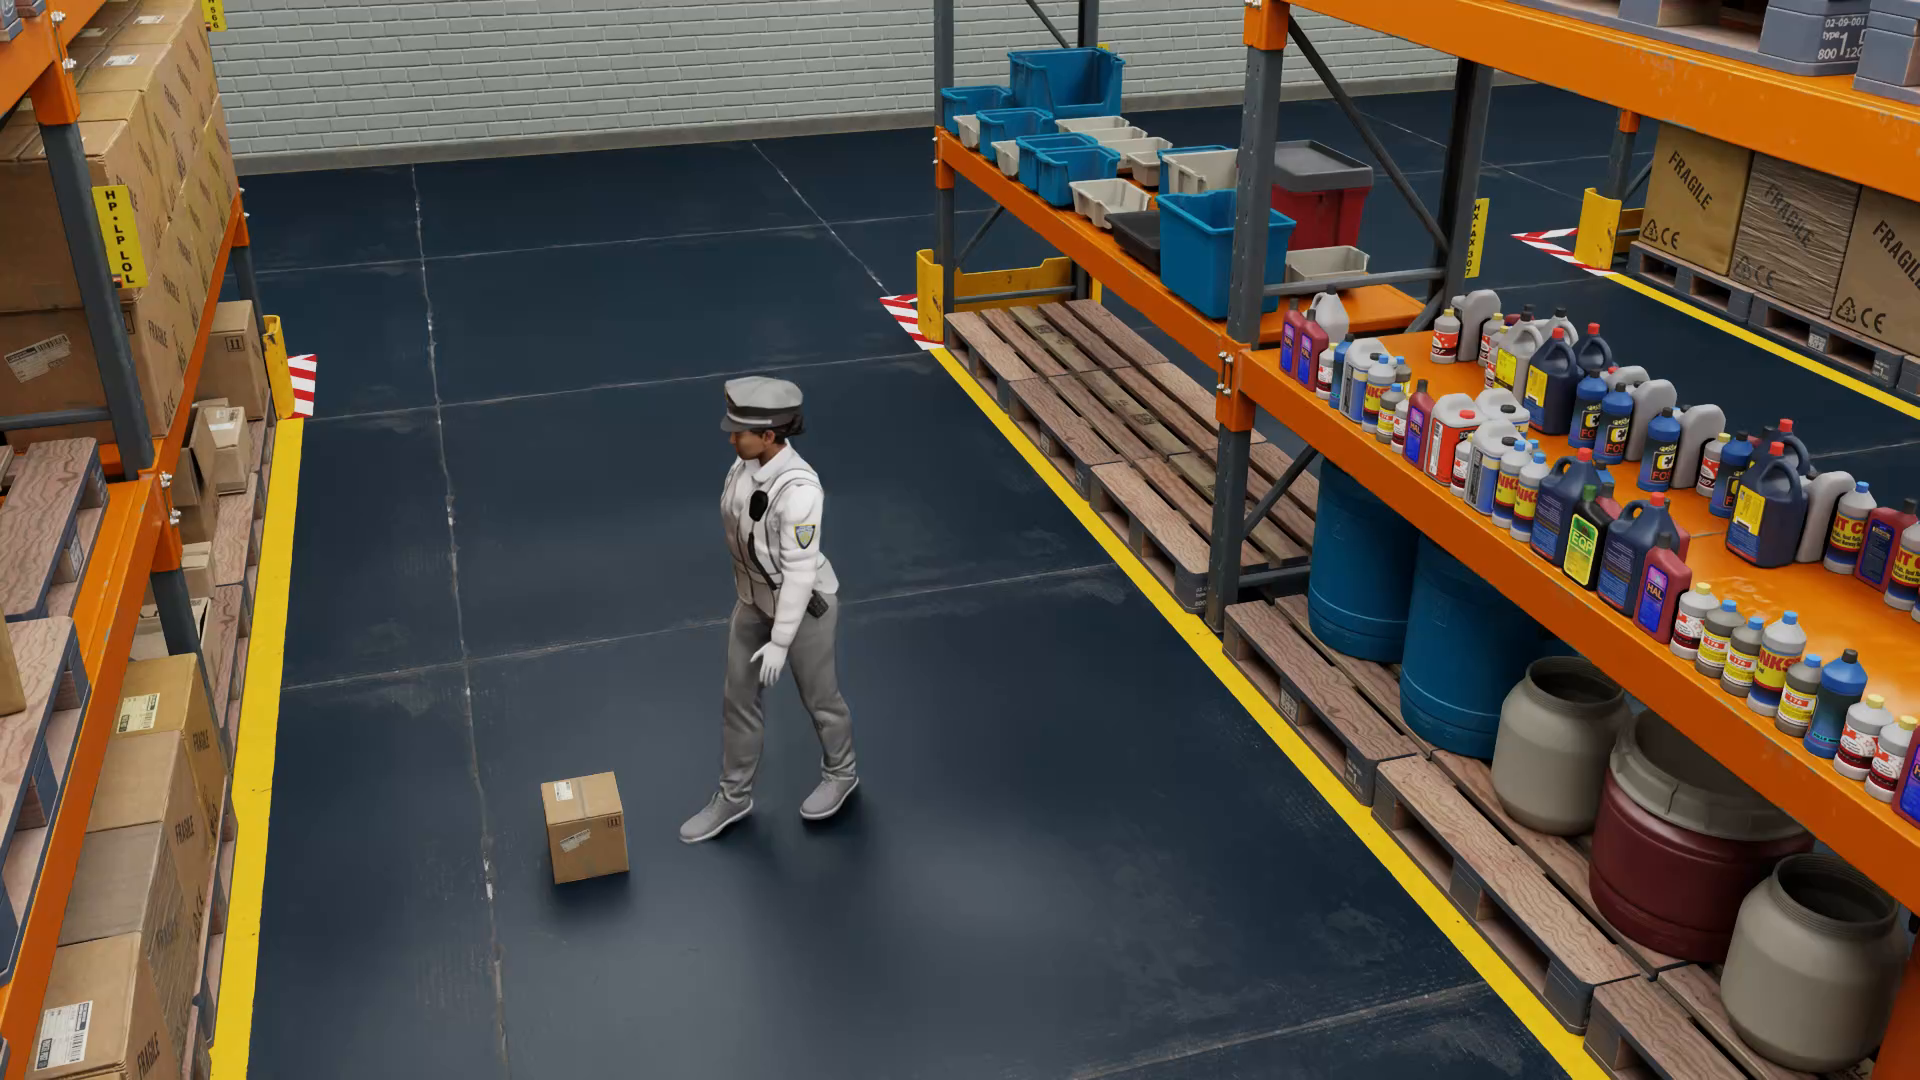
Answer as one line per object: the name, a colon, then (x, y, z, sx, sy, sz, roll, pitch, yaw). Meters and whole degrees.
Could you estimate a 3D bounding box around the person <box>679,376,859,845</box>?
person: (-0.650, 0.264, 5.573, 0.644, 1.680, 0.496, -22, 34, -37)
